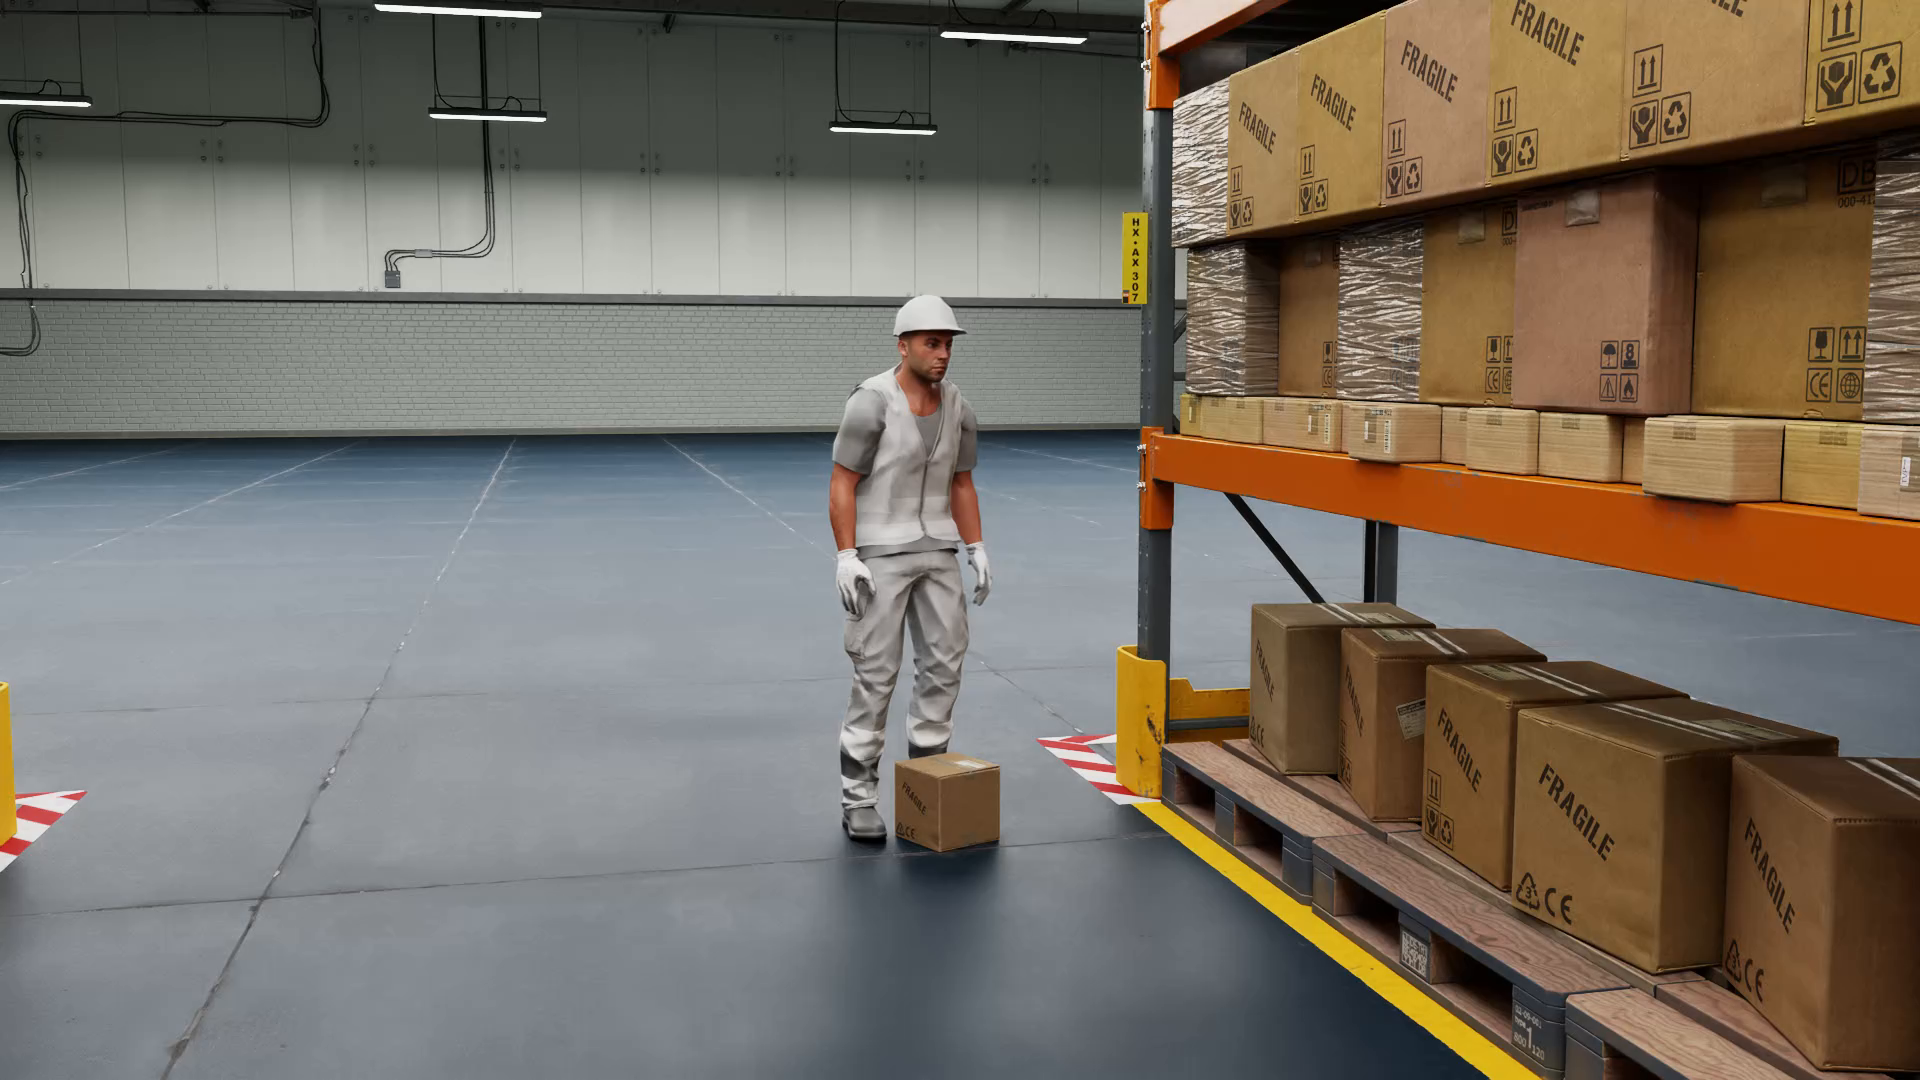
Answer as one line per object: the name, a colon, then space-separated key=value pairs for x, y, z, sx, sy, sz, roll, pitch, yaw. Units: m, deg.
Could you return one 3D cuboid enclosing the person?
person: x=-0.161 y=0.078 z=5.579 sx=0.623 sy=1.781 sz=0.446 roll=-4 pitch=7 yaw=-35
